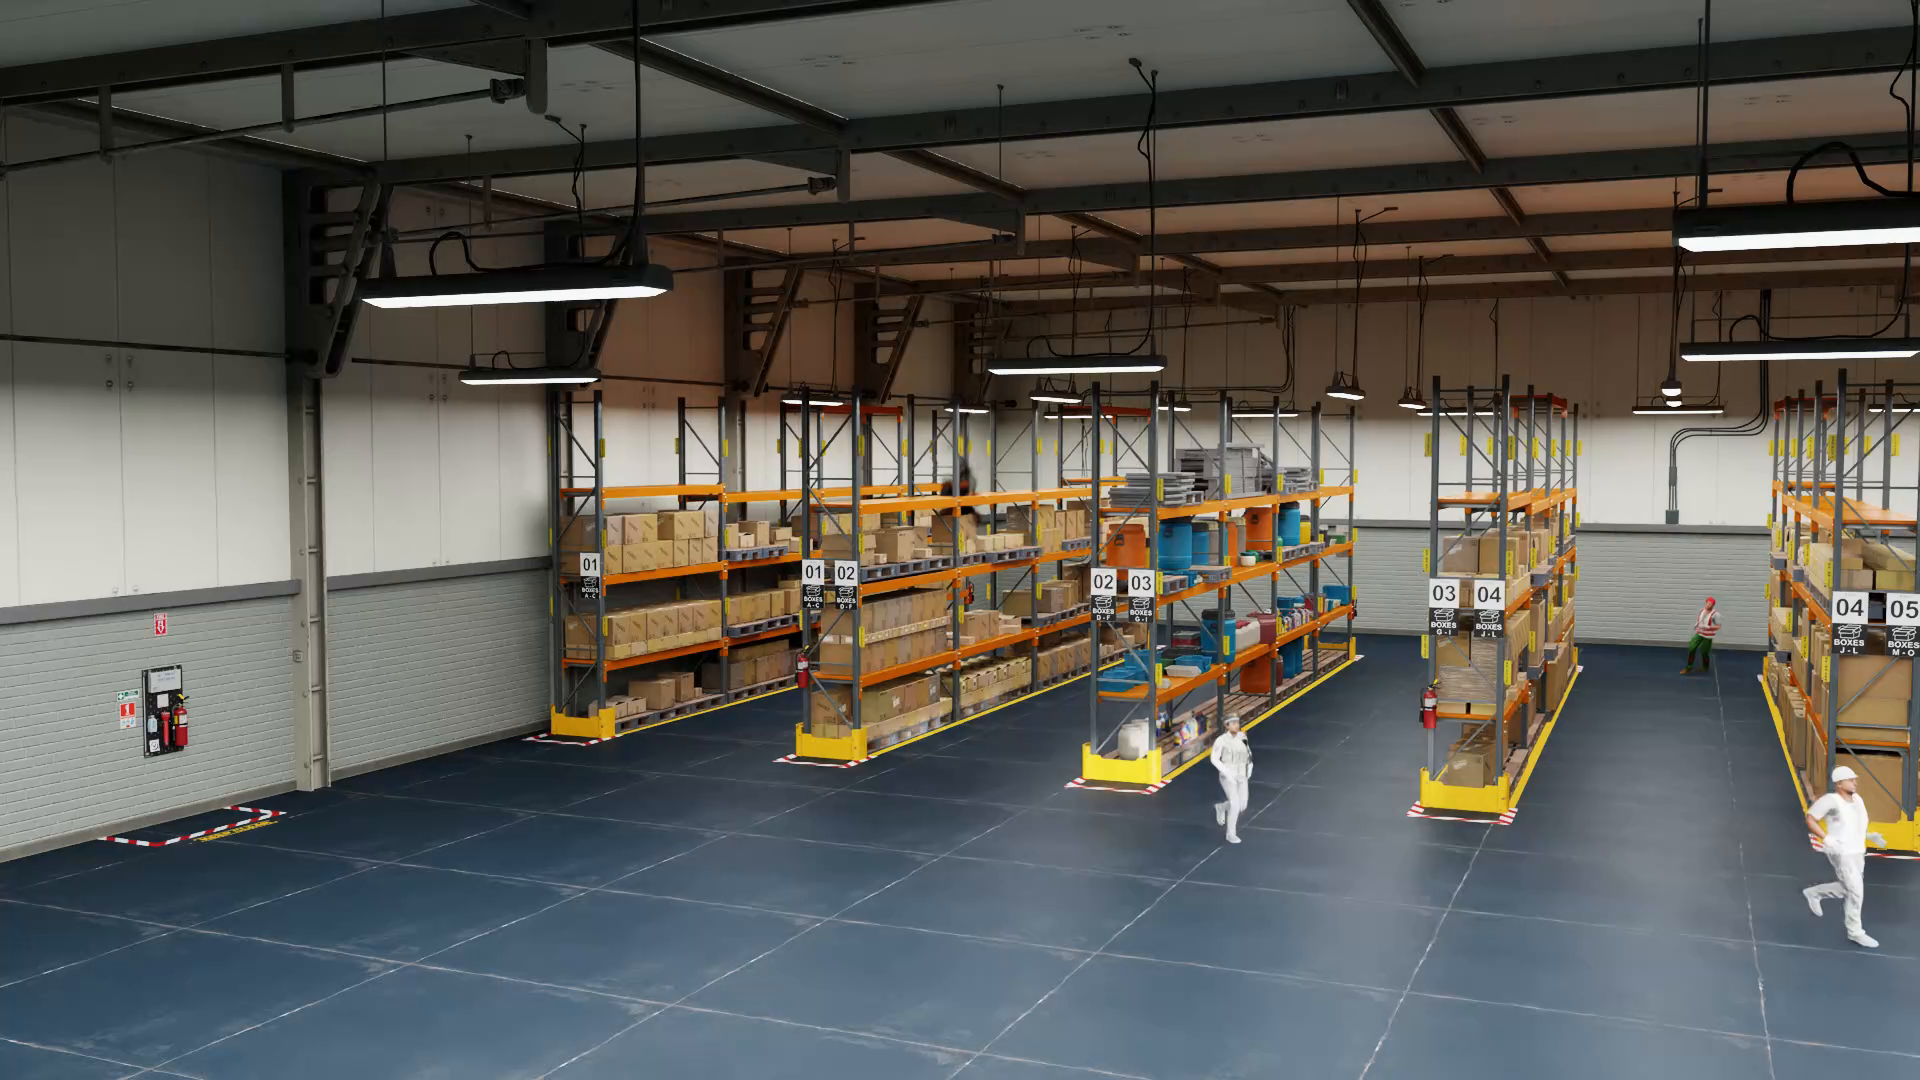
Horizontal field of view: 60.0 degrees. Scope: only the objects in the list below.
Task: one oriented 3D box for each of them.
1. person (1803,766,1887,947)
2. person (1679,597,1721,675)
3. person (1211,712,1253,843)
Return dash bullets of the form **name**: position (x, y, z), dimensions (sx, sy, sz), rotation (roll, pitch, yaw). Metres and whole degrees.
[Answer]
- **person**: position (8.996, 3.192, 17.002), dimensions (0.681, 1.771, 0.850), rotation (-2, 4, -30)
- **person**: position (16.376, 2.113, 36.590), dimensions (0.782, 1.750, 0.822), rotation (-3, 4, -39)
- **person**: position (3.459, 3.004, 21.222), dimensions (0.631, 1.669, 0.598), rotation (-1, 3, -25)
